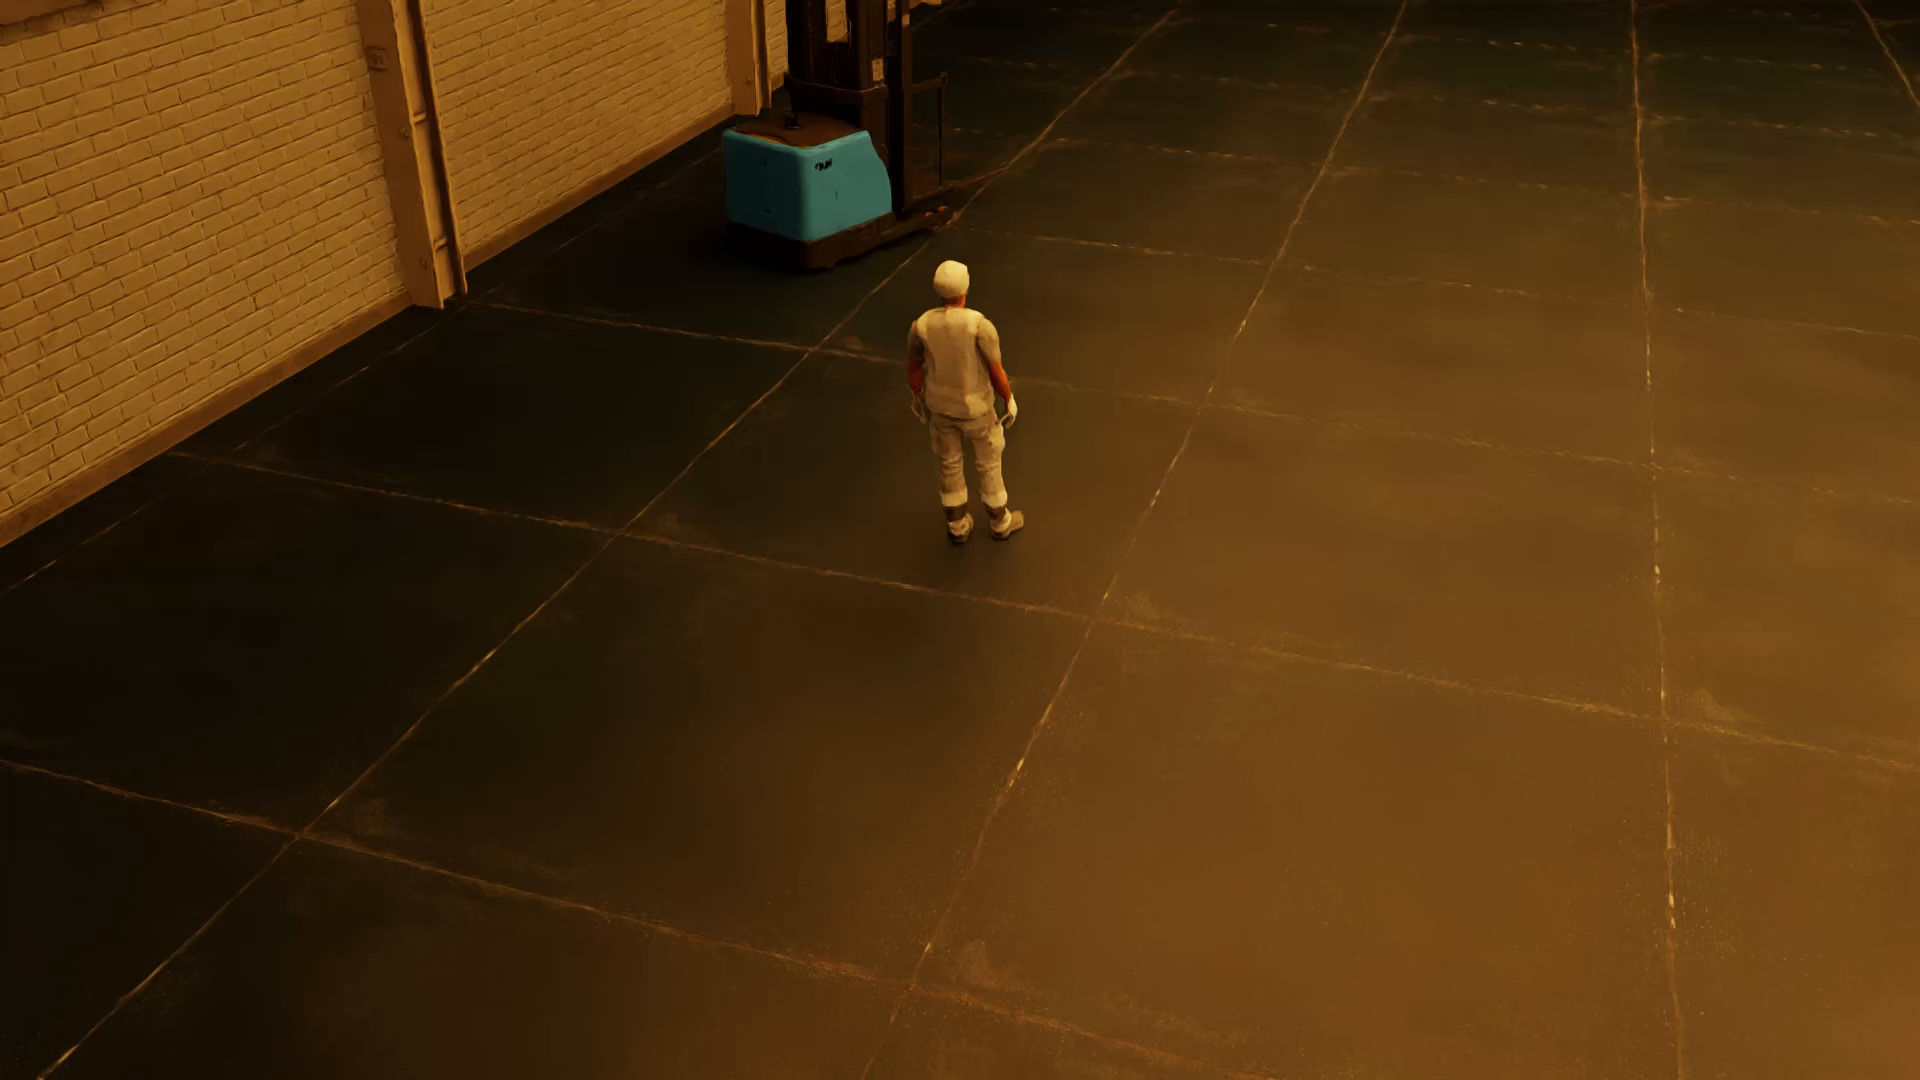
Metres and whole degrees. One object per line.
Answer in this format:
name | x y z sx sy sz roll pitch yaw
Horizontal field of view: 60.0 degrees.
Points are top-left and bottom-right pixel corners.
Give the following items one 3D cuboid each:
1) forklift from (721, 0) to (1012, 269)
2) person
forklift | -0.709 -4.204 14.511 1.130 2.935 3.031 22 36 33
person | 0.037 -0.819 9.713 0.637 1.787 0.563 10 31 16
